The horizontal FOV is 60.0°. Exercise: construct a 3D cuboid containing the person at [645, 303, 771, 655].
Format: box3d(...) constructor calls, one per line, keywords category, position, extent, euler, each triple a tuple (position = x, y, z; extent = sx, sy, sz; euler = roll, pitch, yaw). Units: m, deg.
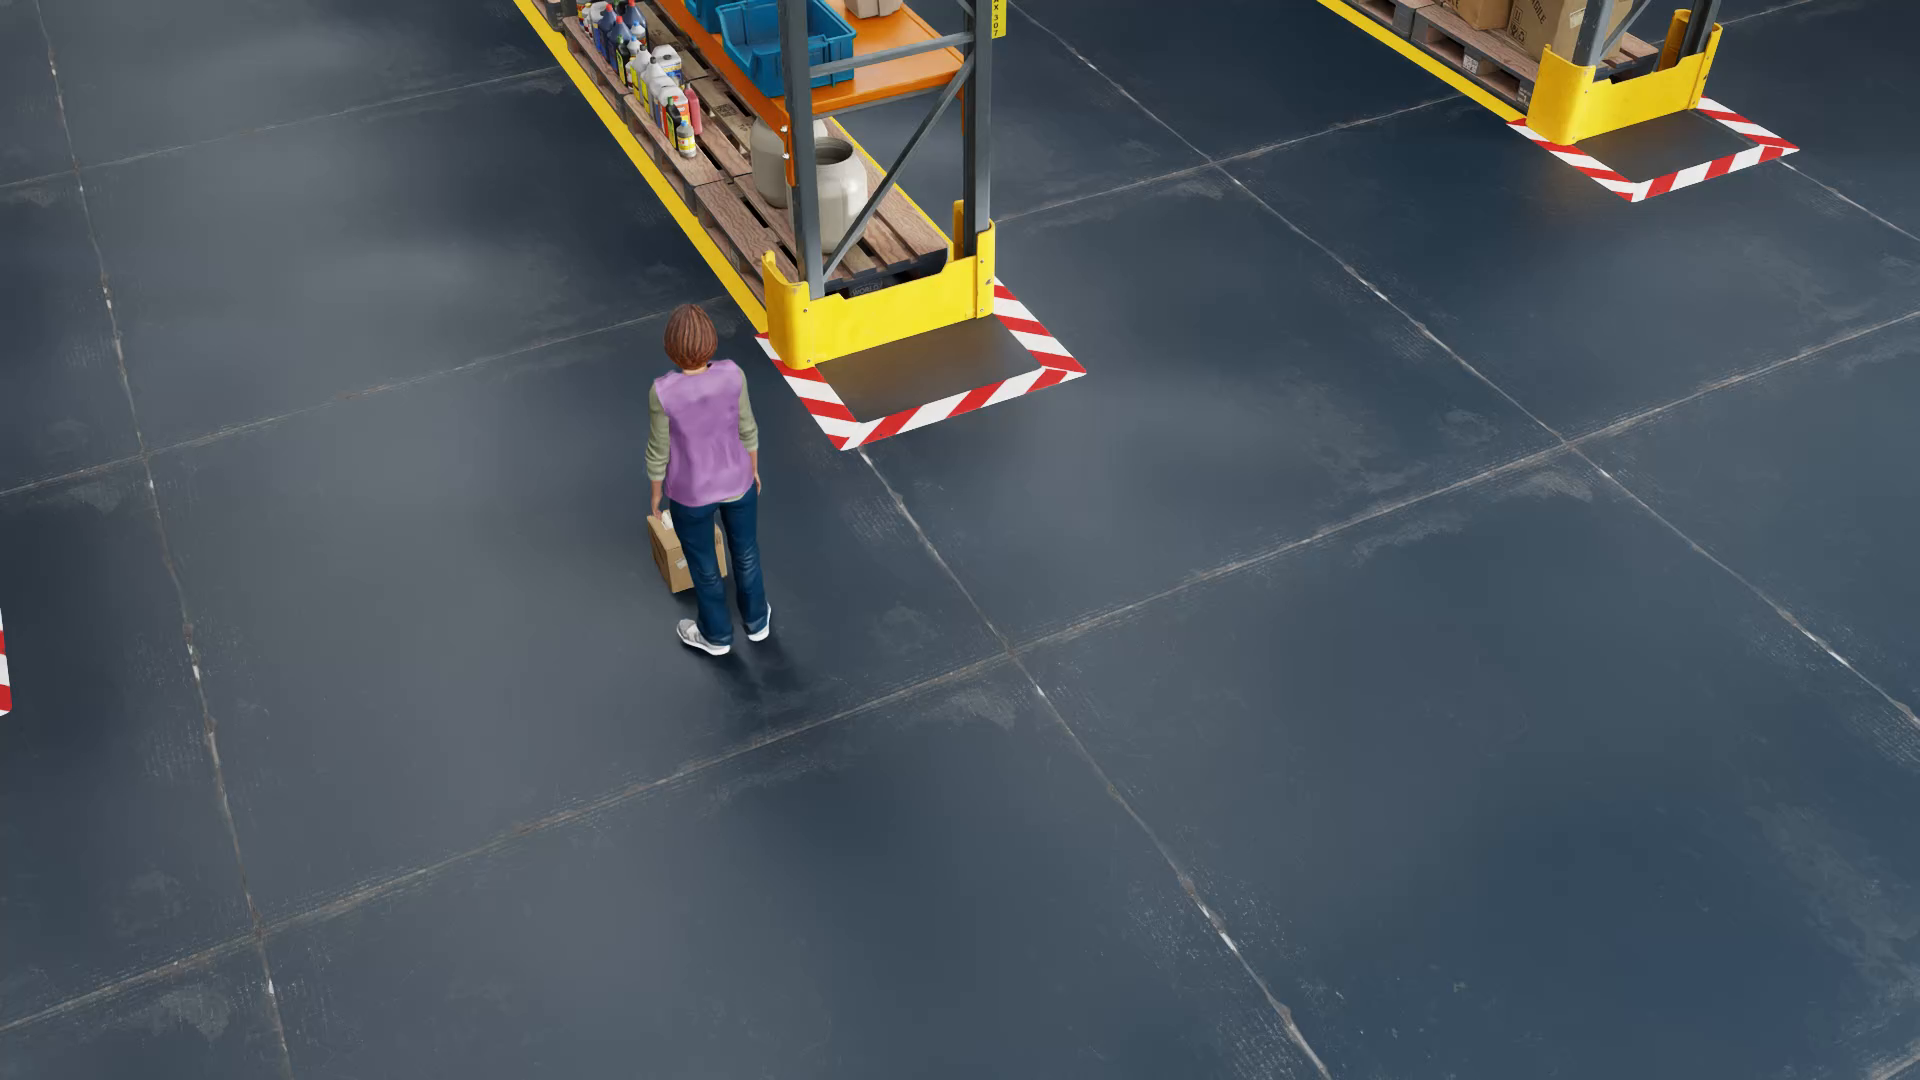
box3d(category="person", position=(-0.969, -0.200, 6.368), extent=(0.433, 1.600, 0.313), euler=(-18, 45, -19))
